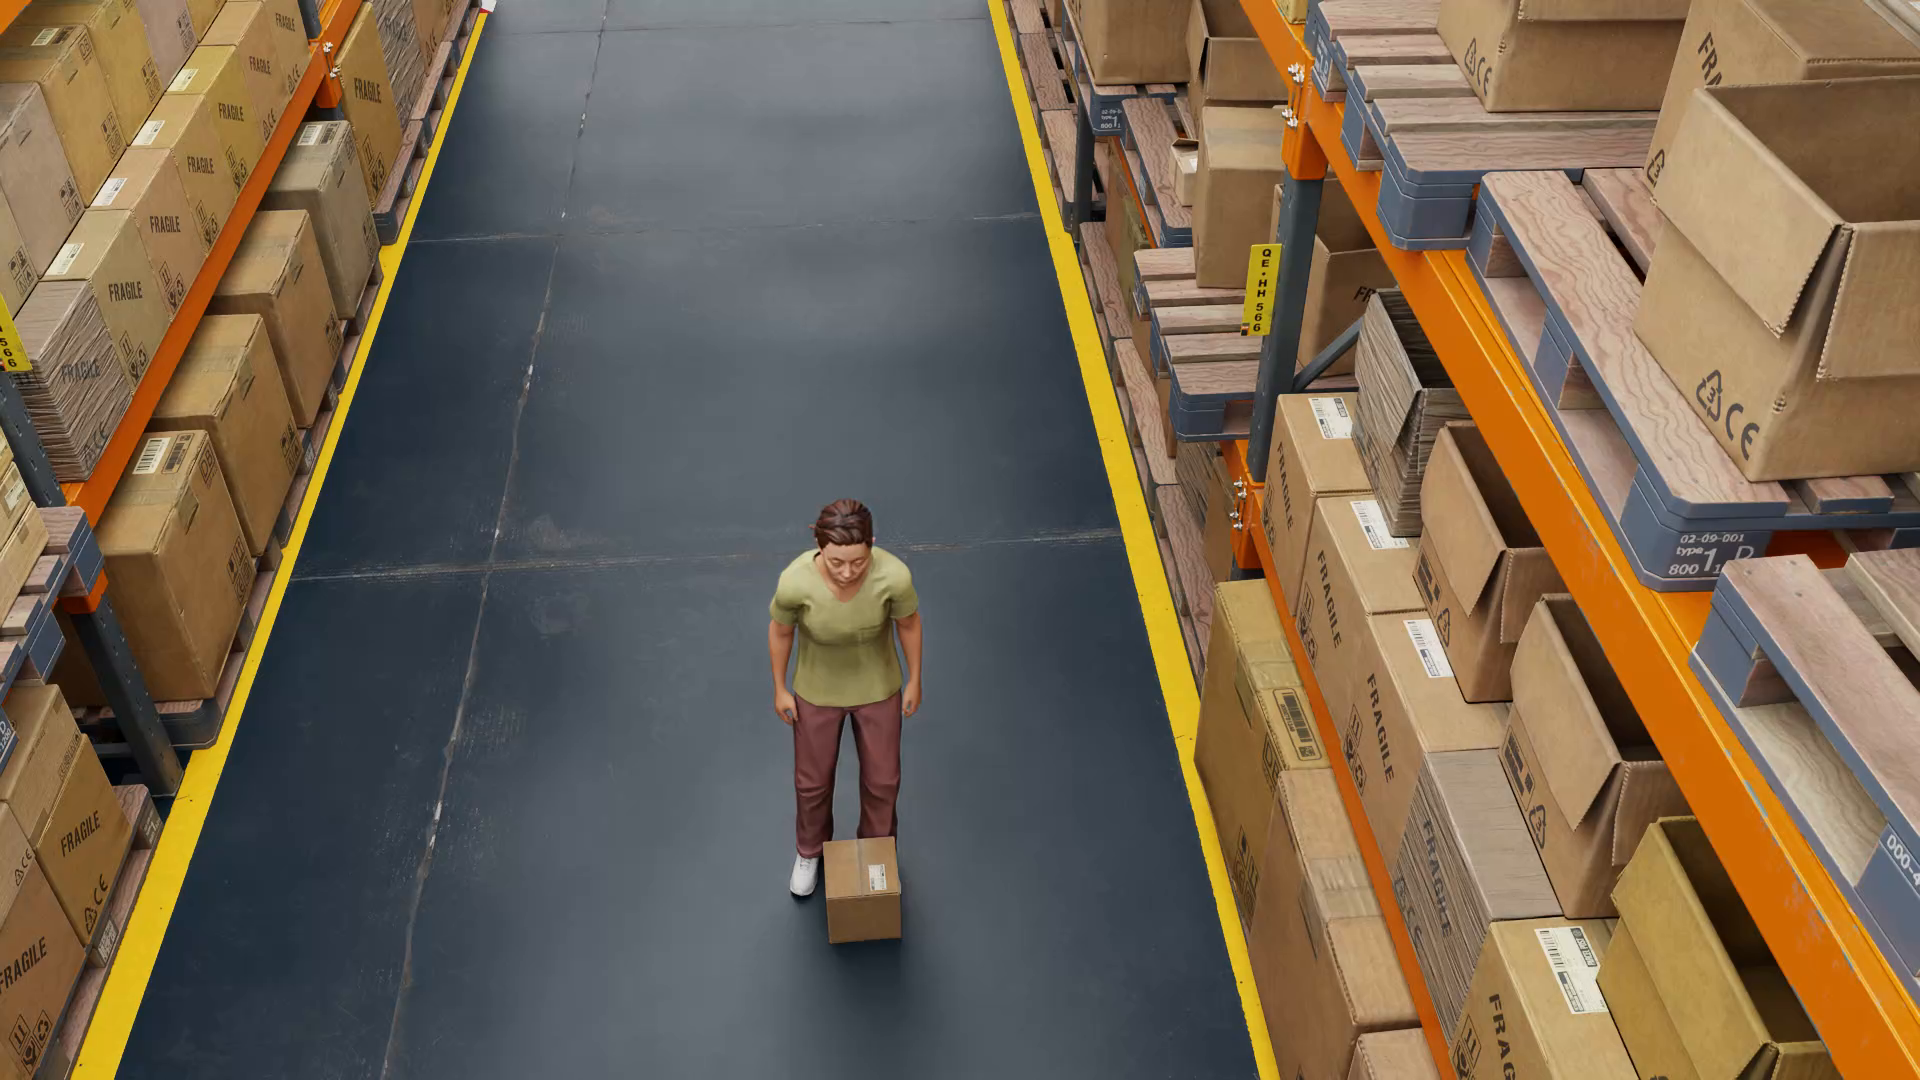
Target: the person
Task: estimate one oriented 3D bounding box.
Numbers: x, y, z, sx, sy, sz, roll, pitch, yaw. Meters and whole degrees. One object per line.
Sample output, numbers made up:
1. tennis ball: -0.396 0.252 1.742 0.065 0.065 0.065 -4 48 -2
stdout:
1. person: -0.366 0.528 5.510 0.502 1.673 0.405 -4 39 -4
